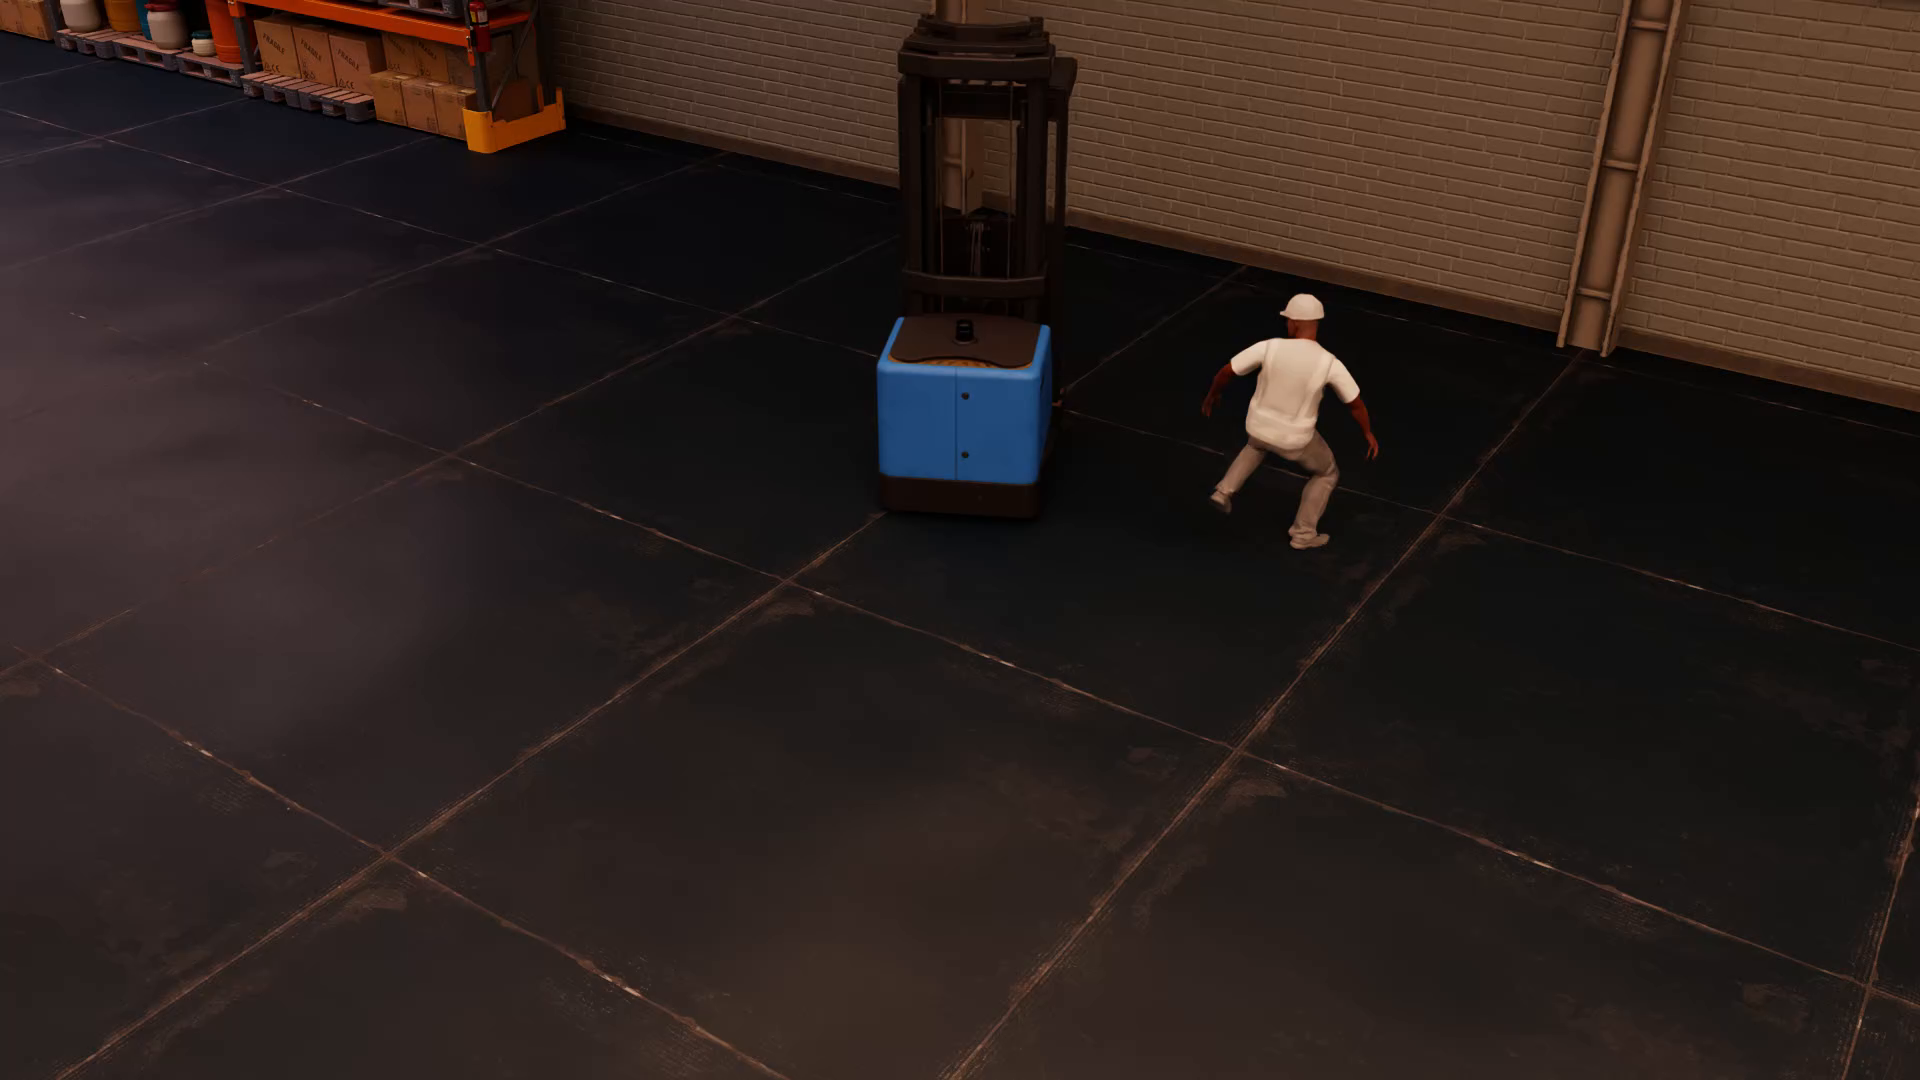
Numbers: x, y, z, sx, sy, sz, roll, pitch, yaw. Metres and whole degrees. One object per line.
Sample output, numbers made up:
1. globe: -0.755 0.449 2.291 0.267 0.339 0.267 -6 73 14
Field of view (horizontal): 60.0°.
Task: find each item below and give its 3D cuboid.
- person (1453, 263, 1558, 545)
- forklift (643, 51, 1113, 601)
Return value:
1. person: 3.325 -0.858 10.229 0.461 1.759 0.626 -2 30 -3
2. forklift: -0.609 -1.421 10.028 3.031 2.935 1.130 15 33 24
